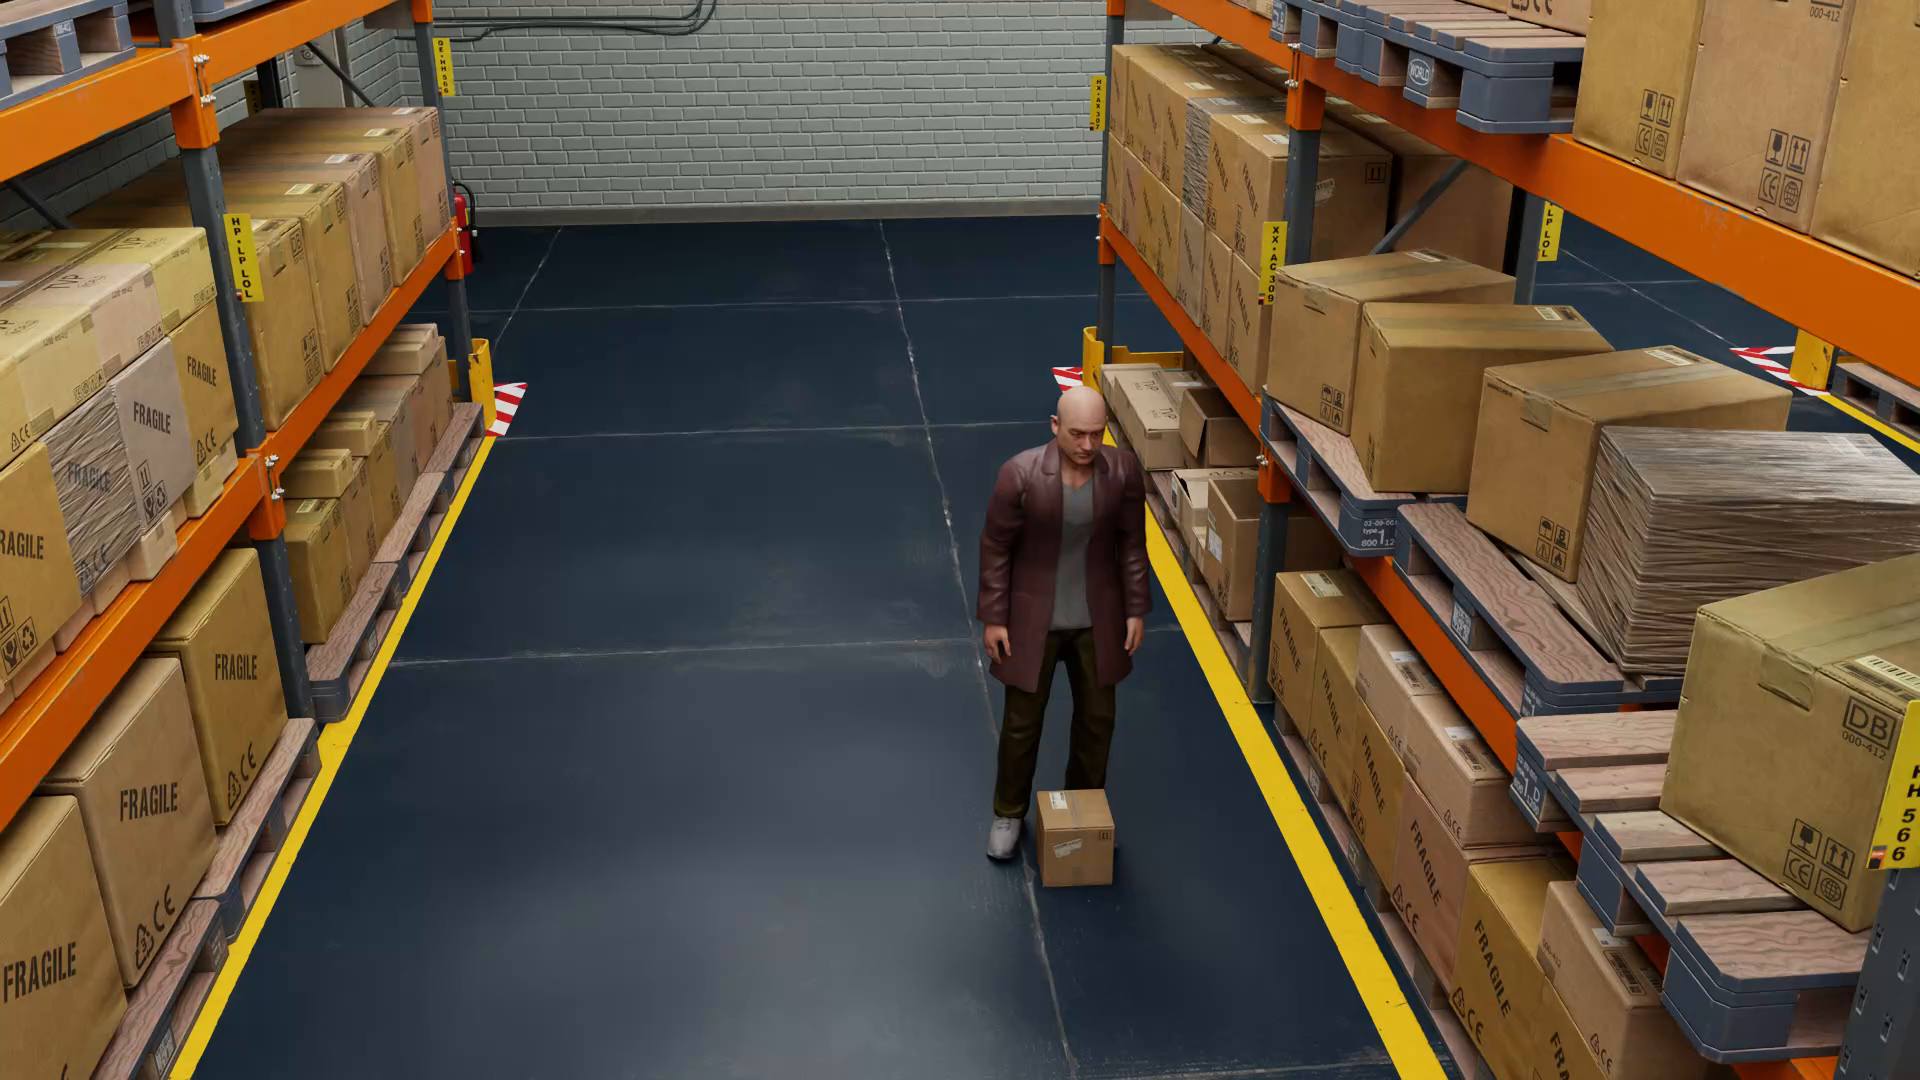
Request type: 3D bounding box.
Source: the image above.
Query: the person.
[{"bbox_3d":[0.377,0.286,5.959,0.644,1.772,0.433,-4,24,-8],"label":"person"}]
